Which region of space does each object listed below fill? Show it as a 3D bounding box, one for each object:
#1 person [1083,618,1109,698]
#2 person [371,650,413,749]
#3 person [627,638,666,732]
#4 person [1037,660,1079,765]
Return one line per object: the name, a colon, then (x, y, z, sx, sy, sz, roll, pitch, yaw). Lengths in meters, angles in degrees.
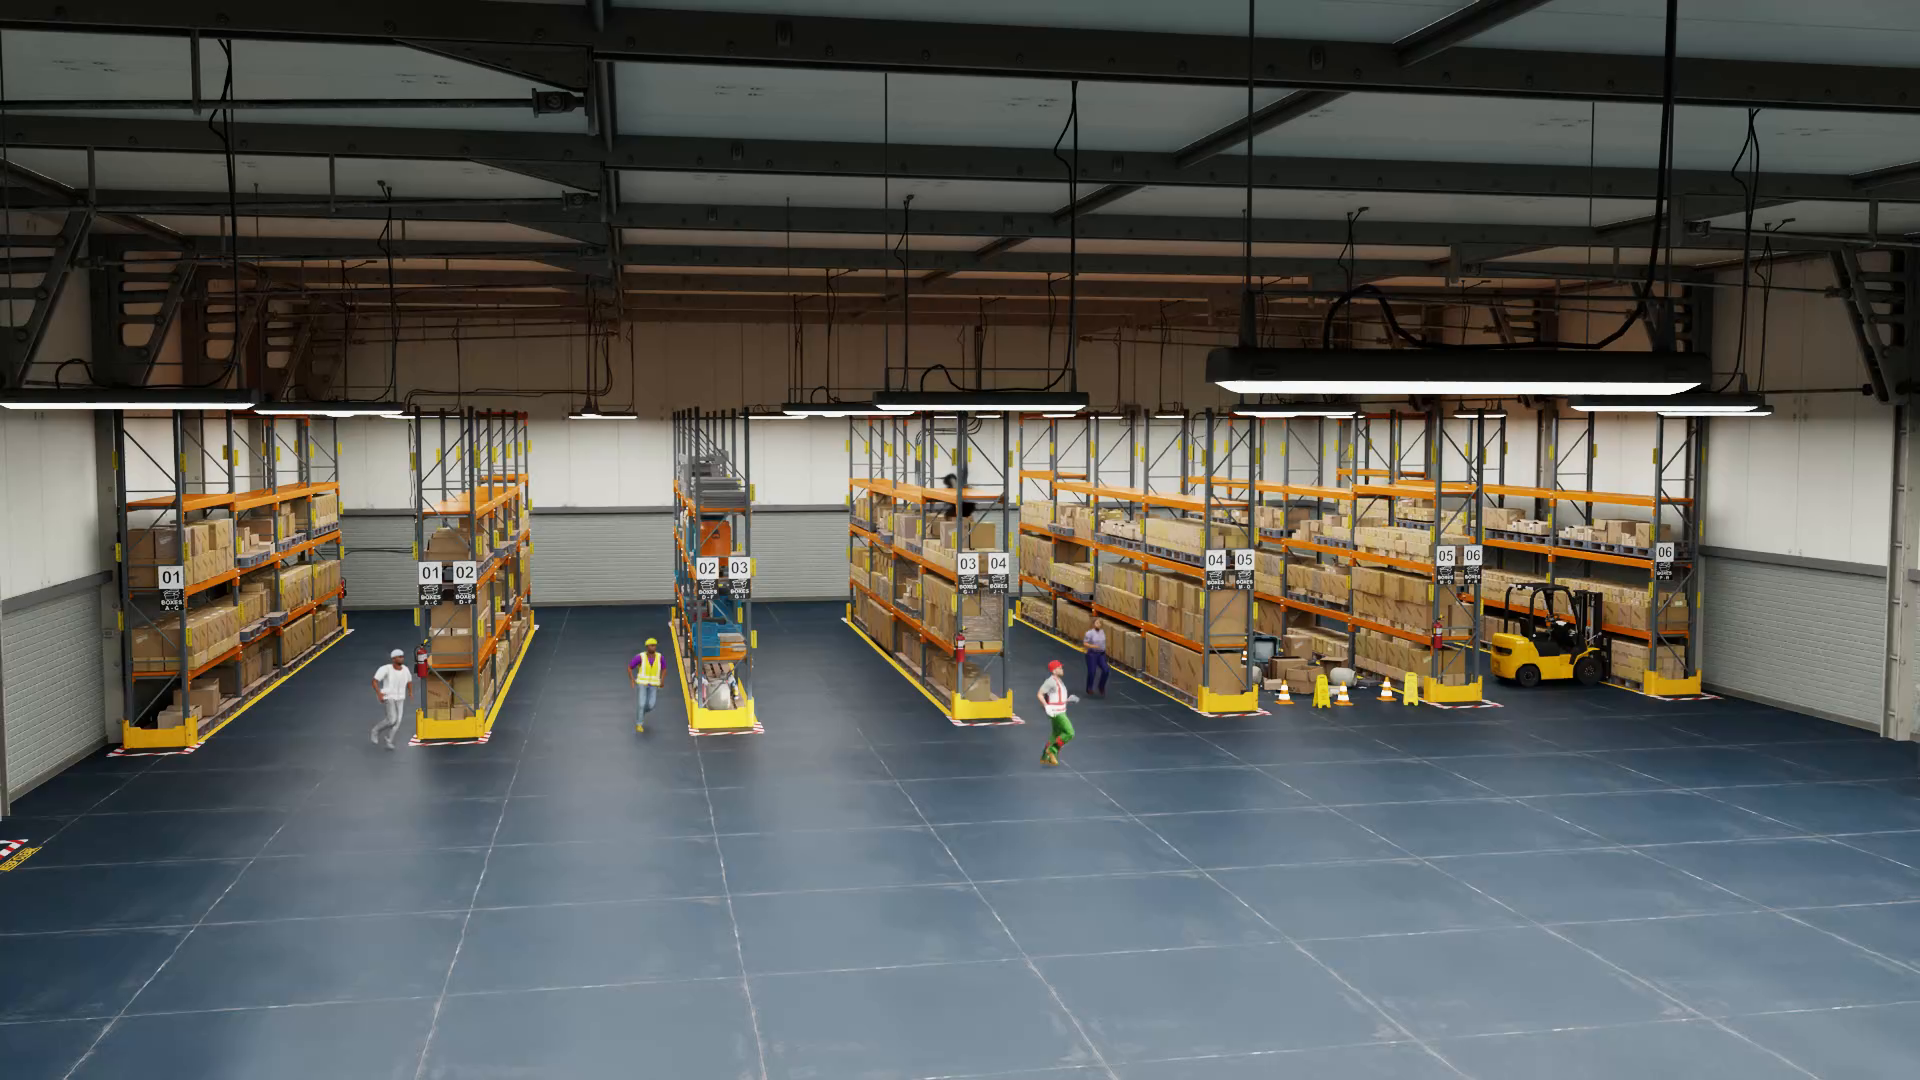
person: (2.833, 2.462, 34.577, 0.598, 1.685, 0.703, -2, 4, -21)
person: (-9.977, 2.785, 29.321, 0.576, 1.709, 0.743, 3, 5, 36)
person: (-5.828, 2.683, 30.990, 0.747, 1.720, 0.590, -2, 4, -23)
person: (1.650, 2.864, 27.566, 0.645, 1.741, 0.639, 1, 4, 15)
